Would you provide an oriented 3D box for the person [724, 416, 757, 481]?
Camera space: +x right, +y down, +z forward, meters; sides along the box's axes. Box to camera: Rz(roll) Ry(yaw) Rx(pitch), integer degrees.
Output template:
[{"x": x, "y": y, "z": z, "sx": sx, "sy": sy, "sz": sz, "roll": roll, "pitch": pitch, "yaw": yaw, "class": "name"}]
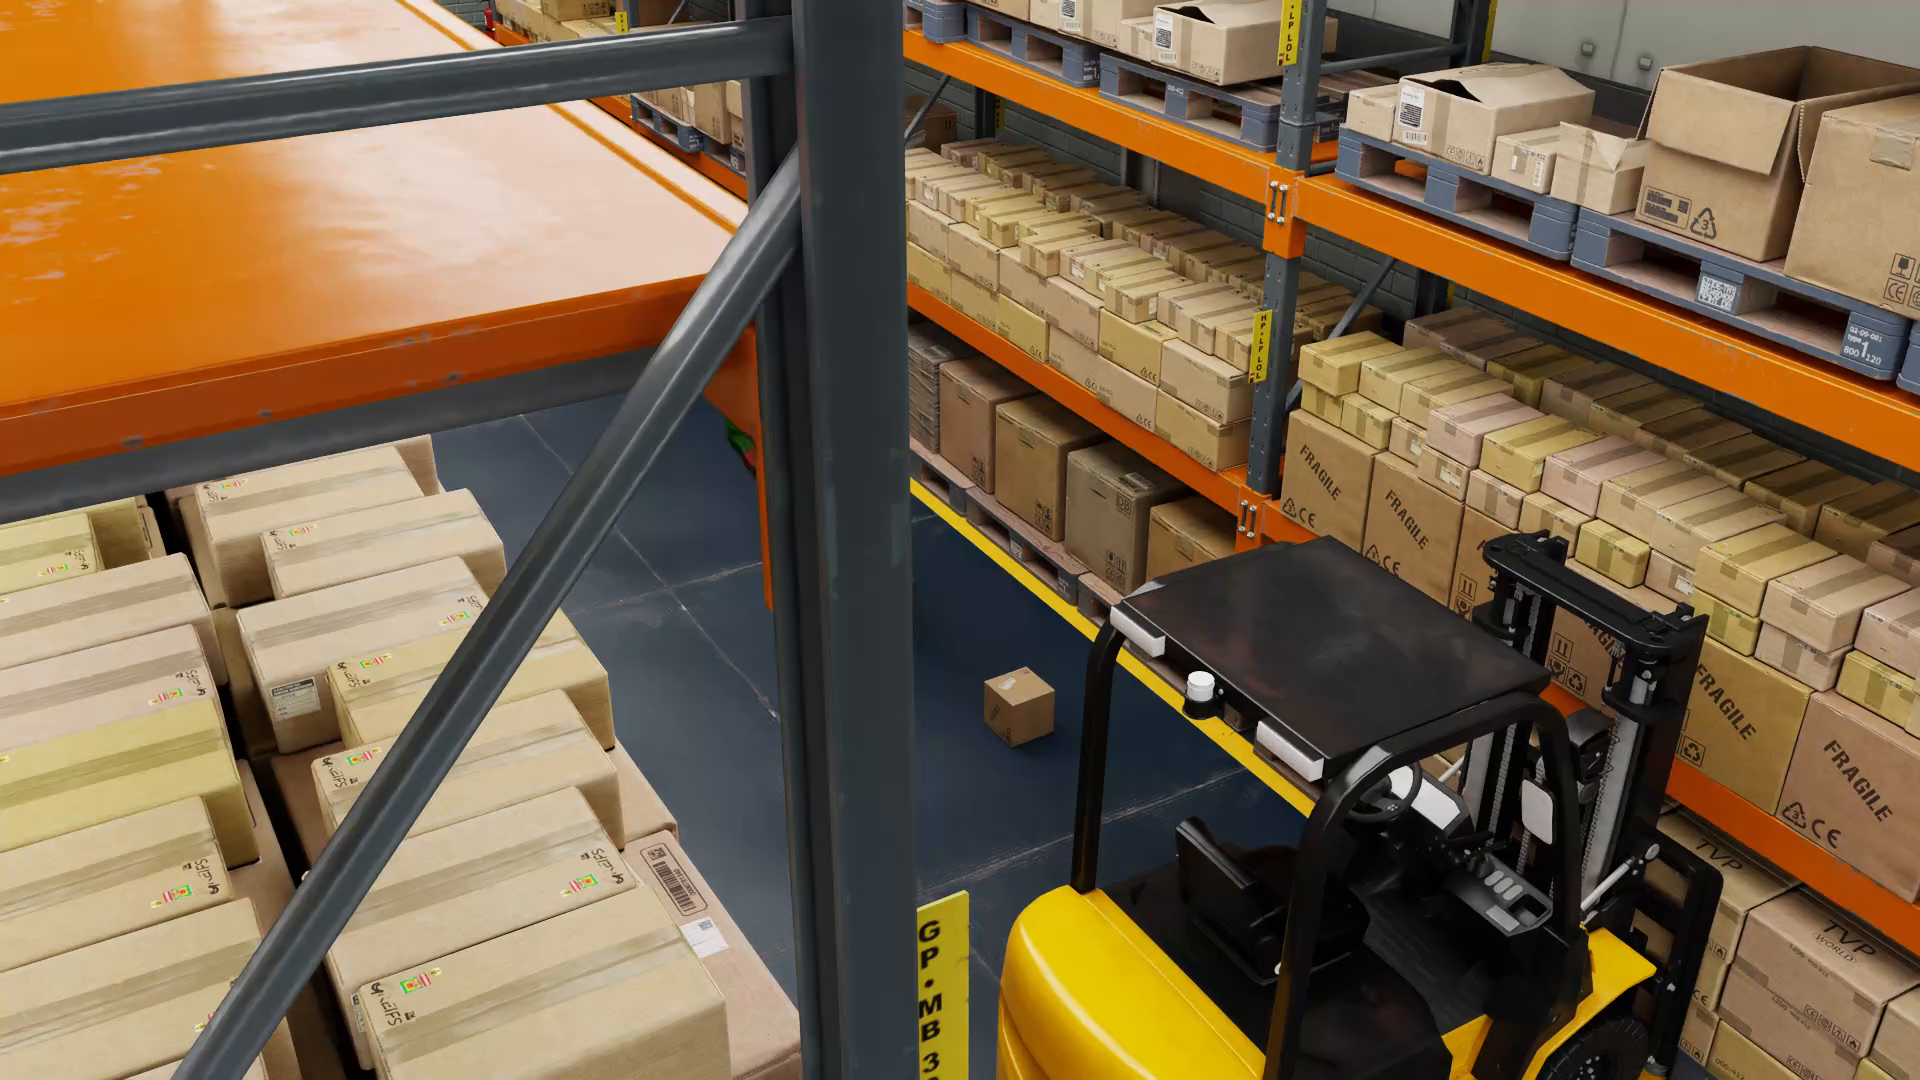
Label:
[{"x": -1.109, "y": -0.924, "z": 9.717, "sx": 0.568, "sy": 1.781, "sz": 0.508, "roll": -18, "pitch": 34, "yaw": -30, "class": "person"}]
